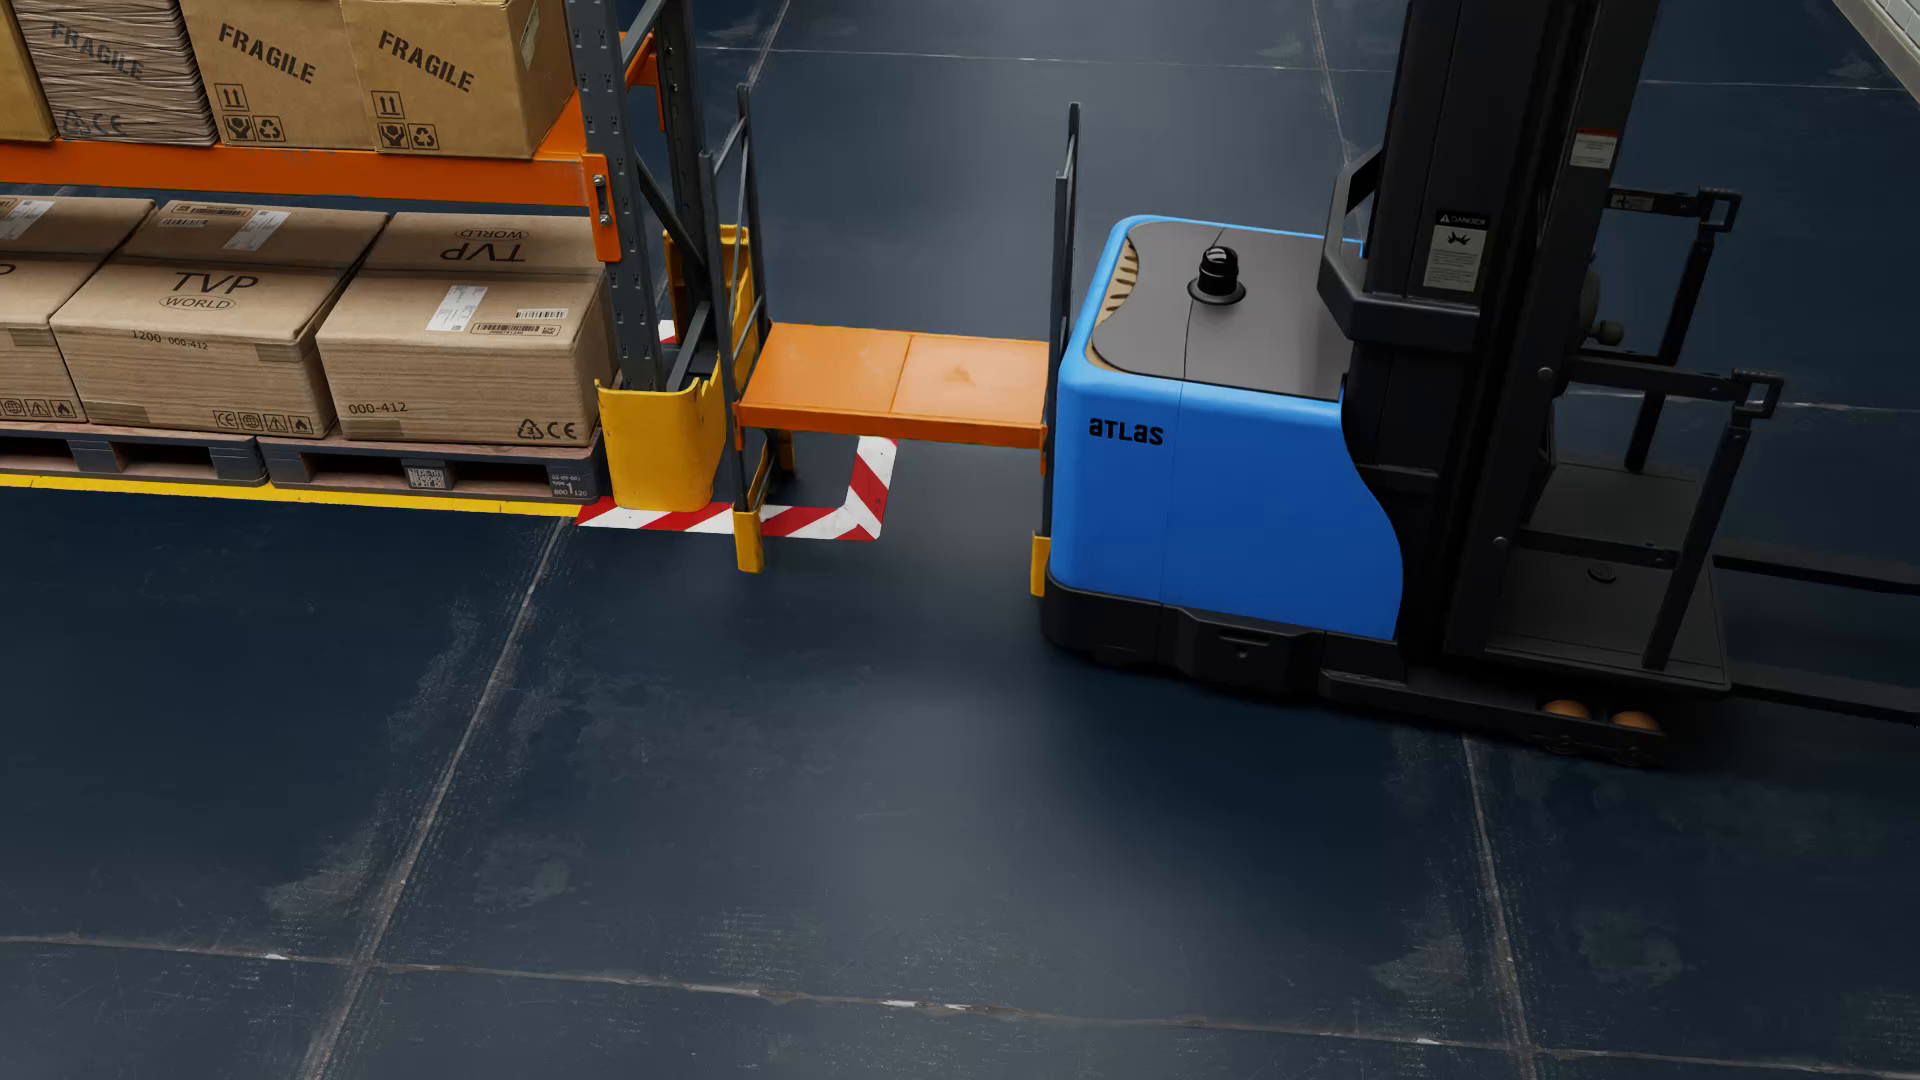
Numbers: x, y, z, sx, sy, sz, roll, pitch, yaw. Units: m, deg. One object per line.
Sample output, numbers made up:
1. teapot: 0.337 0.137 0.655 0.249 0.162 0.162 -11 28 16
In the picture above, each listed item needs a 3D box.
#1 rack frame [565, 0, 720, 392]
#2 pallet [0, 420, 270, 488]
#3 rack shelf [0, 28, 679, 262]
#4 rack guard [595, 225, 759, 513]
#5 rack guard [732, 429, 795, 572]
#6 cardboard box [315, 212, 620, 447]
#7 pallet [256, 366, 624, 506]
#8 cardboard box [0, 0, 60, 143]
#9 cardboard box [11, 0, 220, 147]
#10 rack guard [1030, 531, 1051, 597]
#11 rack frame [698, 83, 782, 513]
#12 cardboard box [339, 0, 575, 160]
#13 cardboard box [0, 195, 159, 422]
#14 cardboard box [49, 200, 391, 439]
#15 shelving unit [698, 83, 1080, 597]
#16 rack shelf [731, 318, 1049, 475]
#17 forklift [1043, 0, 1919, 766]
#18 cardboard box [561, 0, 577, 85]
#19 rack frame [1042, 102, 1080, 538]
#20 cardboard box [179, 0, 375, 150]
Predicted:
1. rack frame: -1.041 -1.635 5.383 0.127 3.000 1.000 3 39 4
2. pallet: -3.057 -0.616 6.340 1.213 0.211 1.003 3 39 4
3. rack shelf: -3.034 -1.465 5.744 4.000 0.370 1.077 3 39 4
4. rack guard: -1.017 -0.664 6.170 0.348 0.500 1.175 3 39 4
5. rack guard: -0.676 -0.173 5.765 0.087 0.250 0.587 5 39 6
6. cardboard box: -1.707 -0.777 6.026 0.875 0.438 0.875 2 39 2
7. pallet: -1.845 -0.548 6.256 1.213 0.211 1.003 3 39 4
8. cardboard box: -3.072 -1.612 5.276 0.500 0.500 0.500 4 39 5
9. cardboard box: -2.557 -1.592 5.251 0.500 0.500 0.500 4 39 5
10. rack guard: 0.312 -0.091 5.664 0.087 0.250 0.587 5 39 6
11. rack frame: -0.695 -0.660 5.372 0.032 1.500 0.500 5 39 6
12. cardboard box: -1.545 -1.534 5.179 0.500 0.500 0.500 3 39 4
13. cardboard box: -3.518 -0.872 6.142 0.875 0.438 0.875 2 39 3
14. cardboard box: -2.620 -0.822 6.081 0.875 0.438 0.875 4 39 5
15. shelving unit: -0.182 -0.617 5.320 1.083 1.500 0.587 5 39 6
16. rack shelf: -0.191 -0.478 5.434 1.000 0.185 0.538 5 39 6
17. forklift: 1.838 -0.840 4.460 3.031 2.935 1.130 9 40 11
18. cardboard box: -1.495 -1.881 5.605 0.500 0.500 0.500 3 39 3
19. rack frame: 0.313 -0.576 5.270 0.032 1.500 0.500 5 39 6
20. cardboard box: -2.043 -1.571 5.224 0.500 0.500 0.500 2 39 3
